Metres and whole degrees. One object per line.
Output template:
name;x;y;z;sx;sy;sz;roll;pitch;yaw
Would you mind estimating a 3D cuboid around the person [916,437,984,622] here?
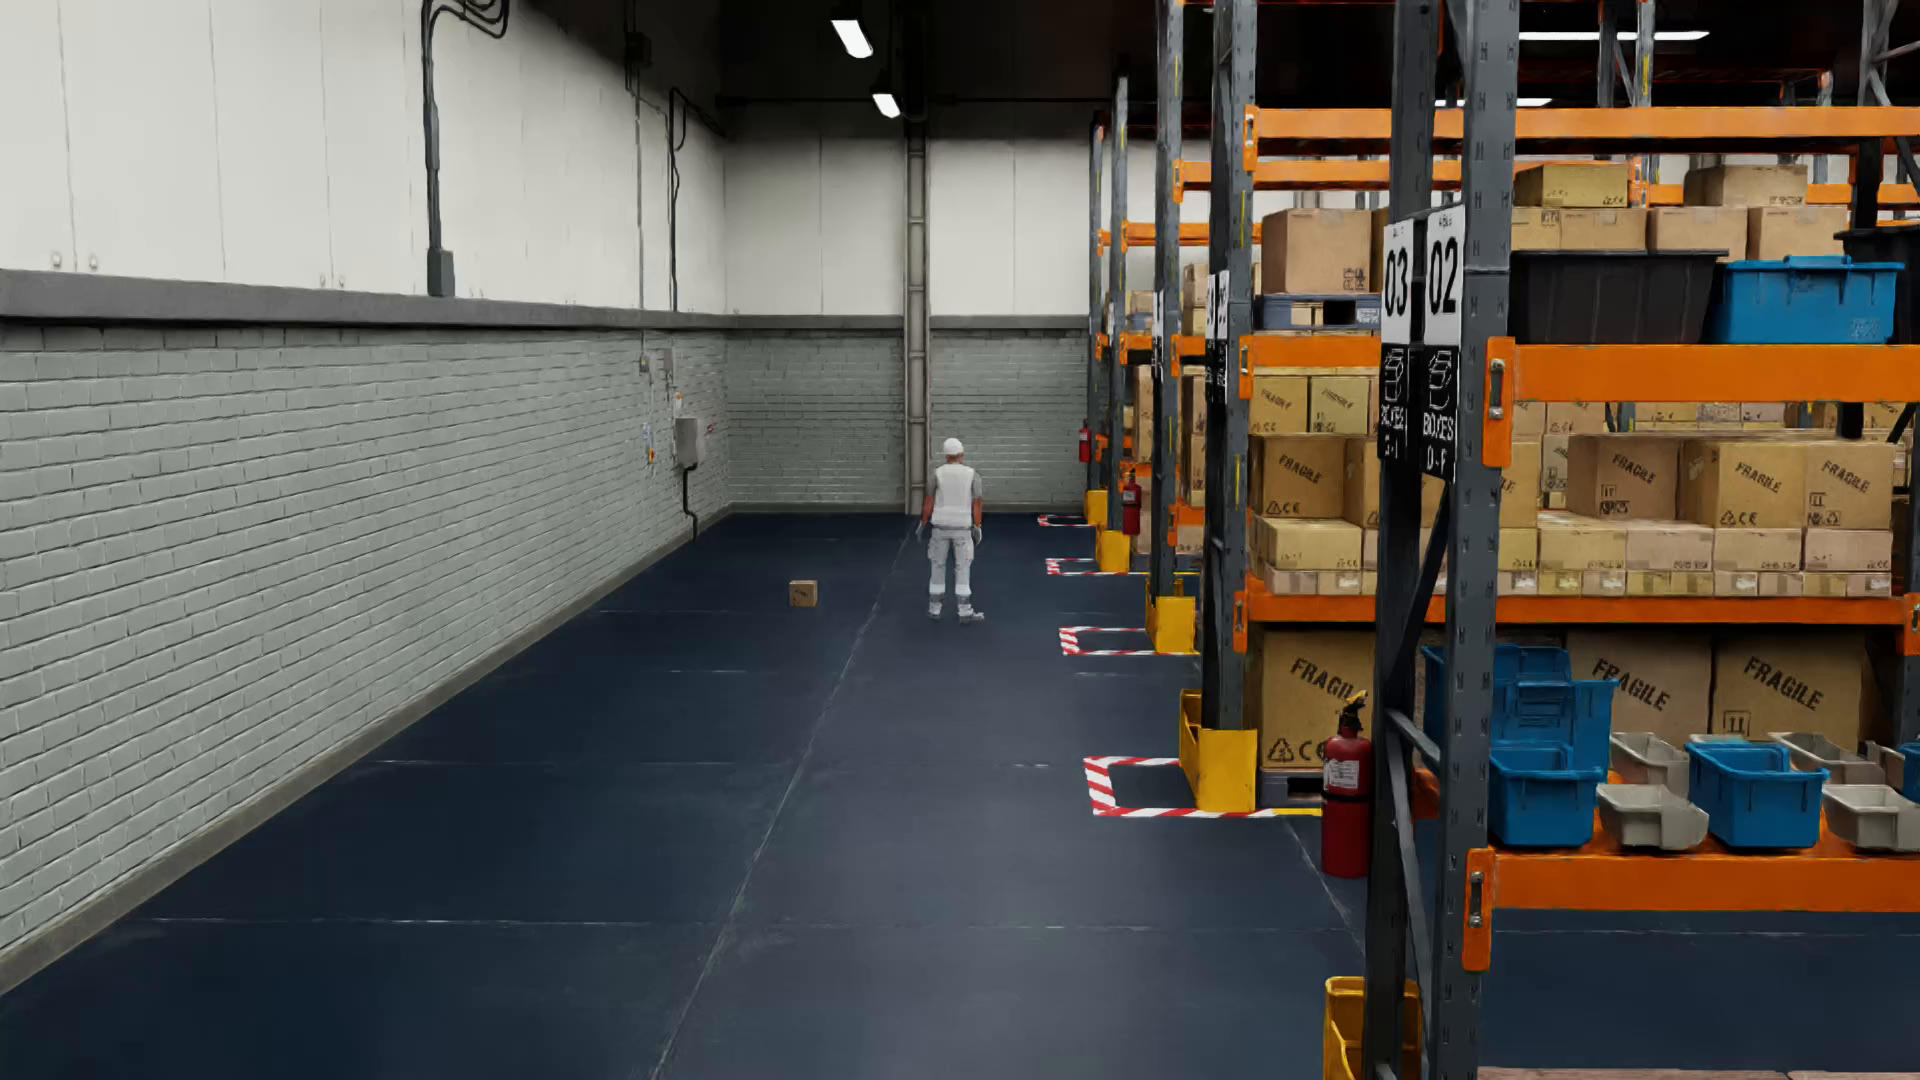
person;-0.097;-0.112;16.303;0.665;1.792;0.418;0;7;3
